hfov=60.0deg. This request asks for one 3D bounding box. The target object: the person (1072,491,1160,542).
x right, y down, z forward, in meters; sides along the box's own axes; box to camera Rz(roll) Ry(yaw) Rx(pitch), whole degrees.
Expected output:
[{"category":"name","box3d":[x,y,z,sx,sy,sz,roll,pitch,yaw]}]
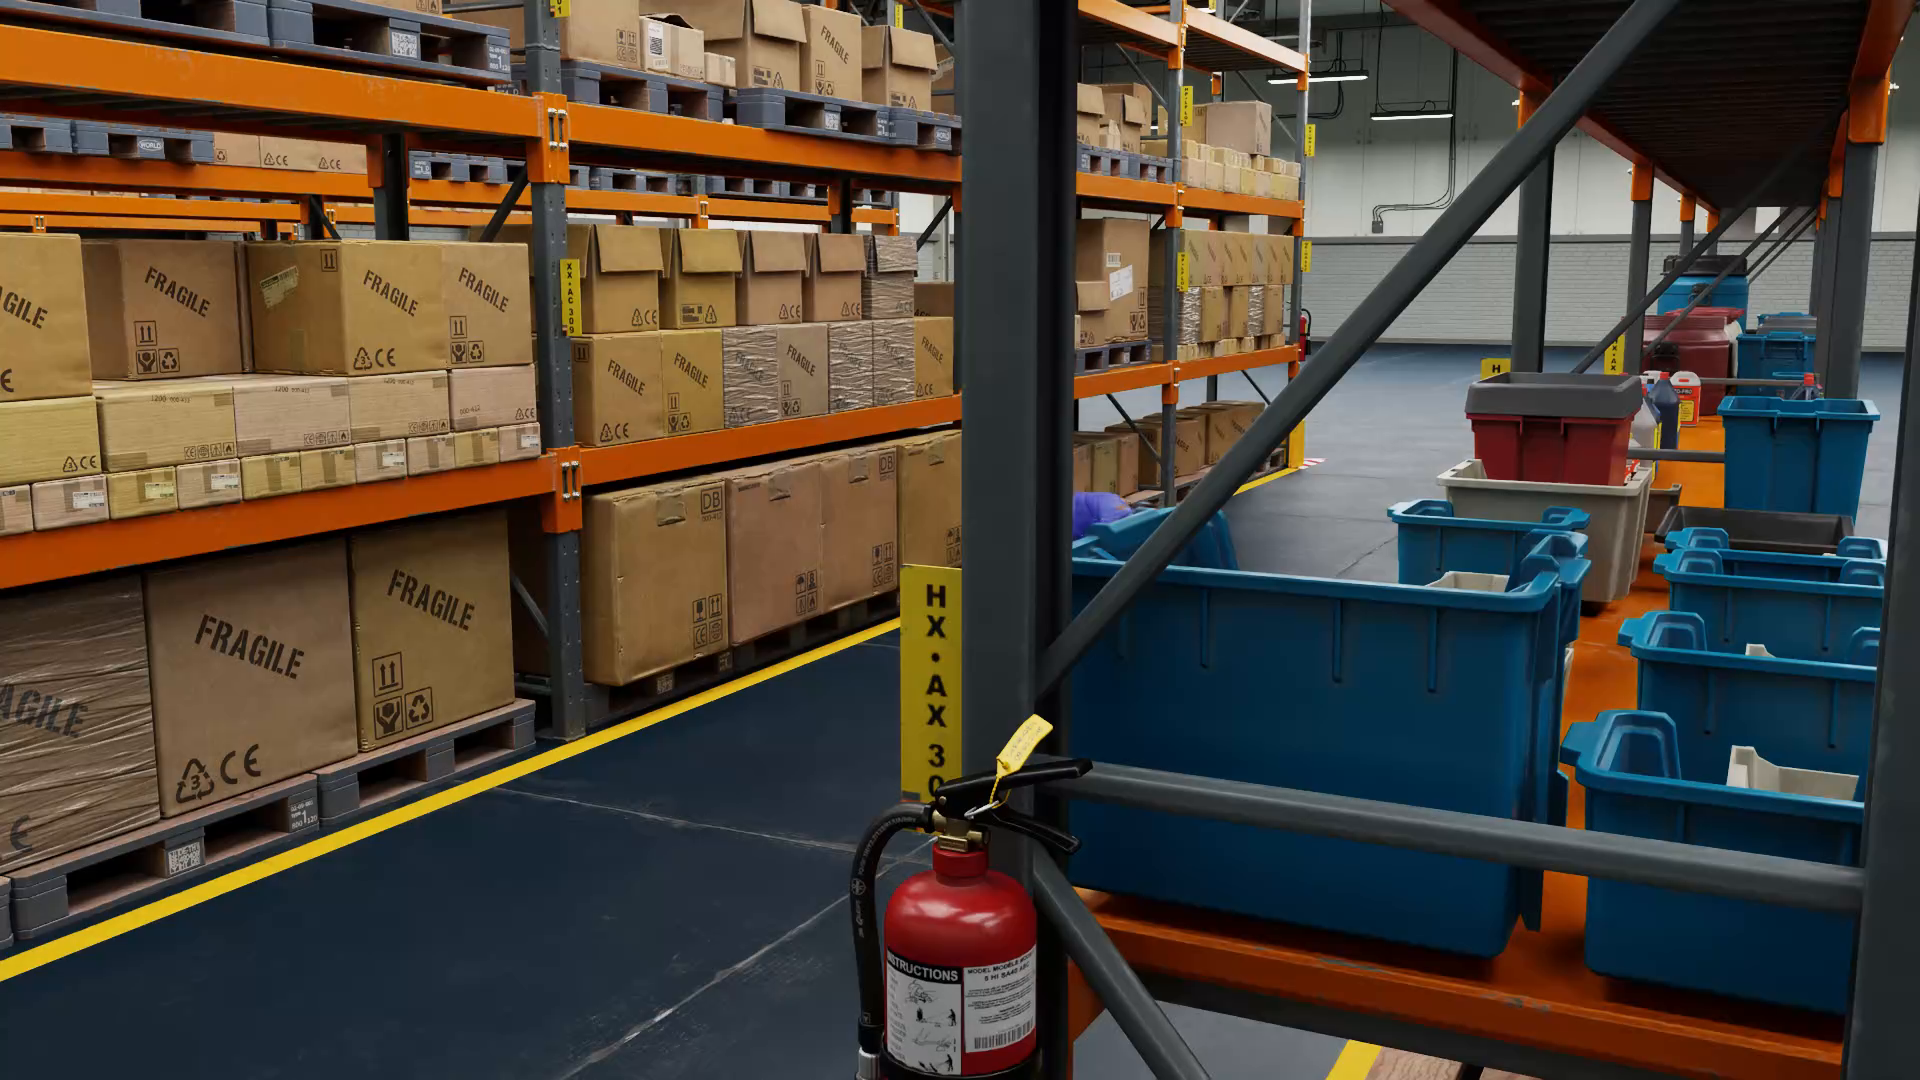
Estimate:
[{"category":"person","box3d":[0.698,0.219,8.749,0.876,0.954,0.445,4,10,25]}]
